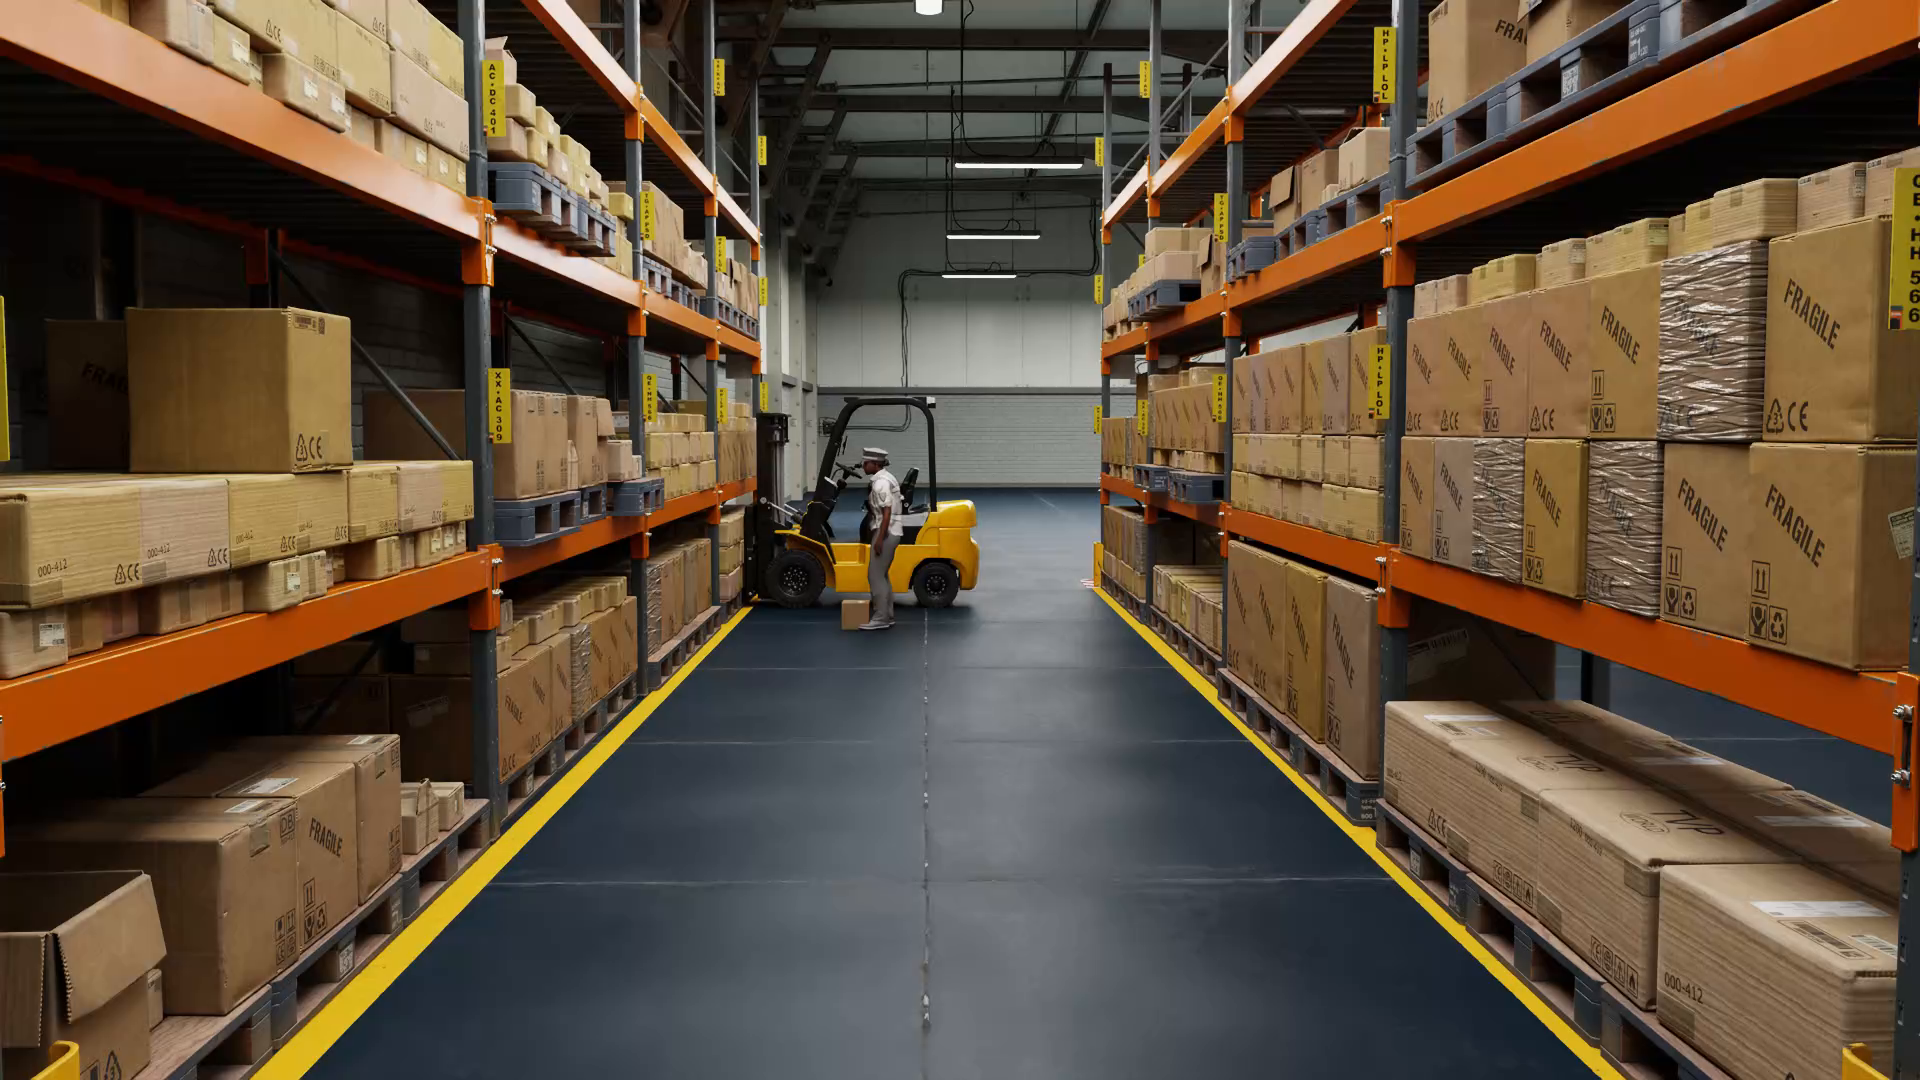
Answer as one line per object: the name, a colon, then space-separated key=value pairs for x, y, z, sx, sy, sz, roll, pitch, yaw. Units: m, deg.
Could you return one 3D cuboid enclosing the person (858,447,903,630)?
person: x=-0.736 y=-0.017 z=15.234 sx=0.421 sy=1.661 sz=0.532 roll=0 pitch=4 yaw=-4
